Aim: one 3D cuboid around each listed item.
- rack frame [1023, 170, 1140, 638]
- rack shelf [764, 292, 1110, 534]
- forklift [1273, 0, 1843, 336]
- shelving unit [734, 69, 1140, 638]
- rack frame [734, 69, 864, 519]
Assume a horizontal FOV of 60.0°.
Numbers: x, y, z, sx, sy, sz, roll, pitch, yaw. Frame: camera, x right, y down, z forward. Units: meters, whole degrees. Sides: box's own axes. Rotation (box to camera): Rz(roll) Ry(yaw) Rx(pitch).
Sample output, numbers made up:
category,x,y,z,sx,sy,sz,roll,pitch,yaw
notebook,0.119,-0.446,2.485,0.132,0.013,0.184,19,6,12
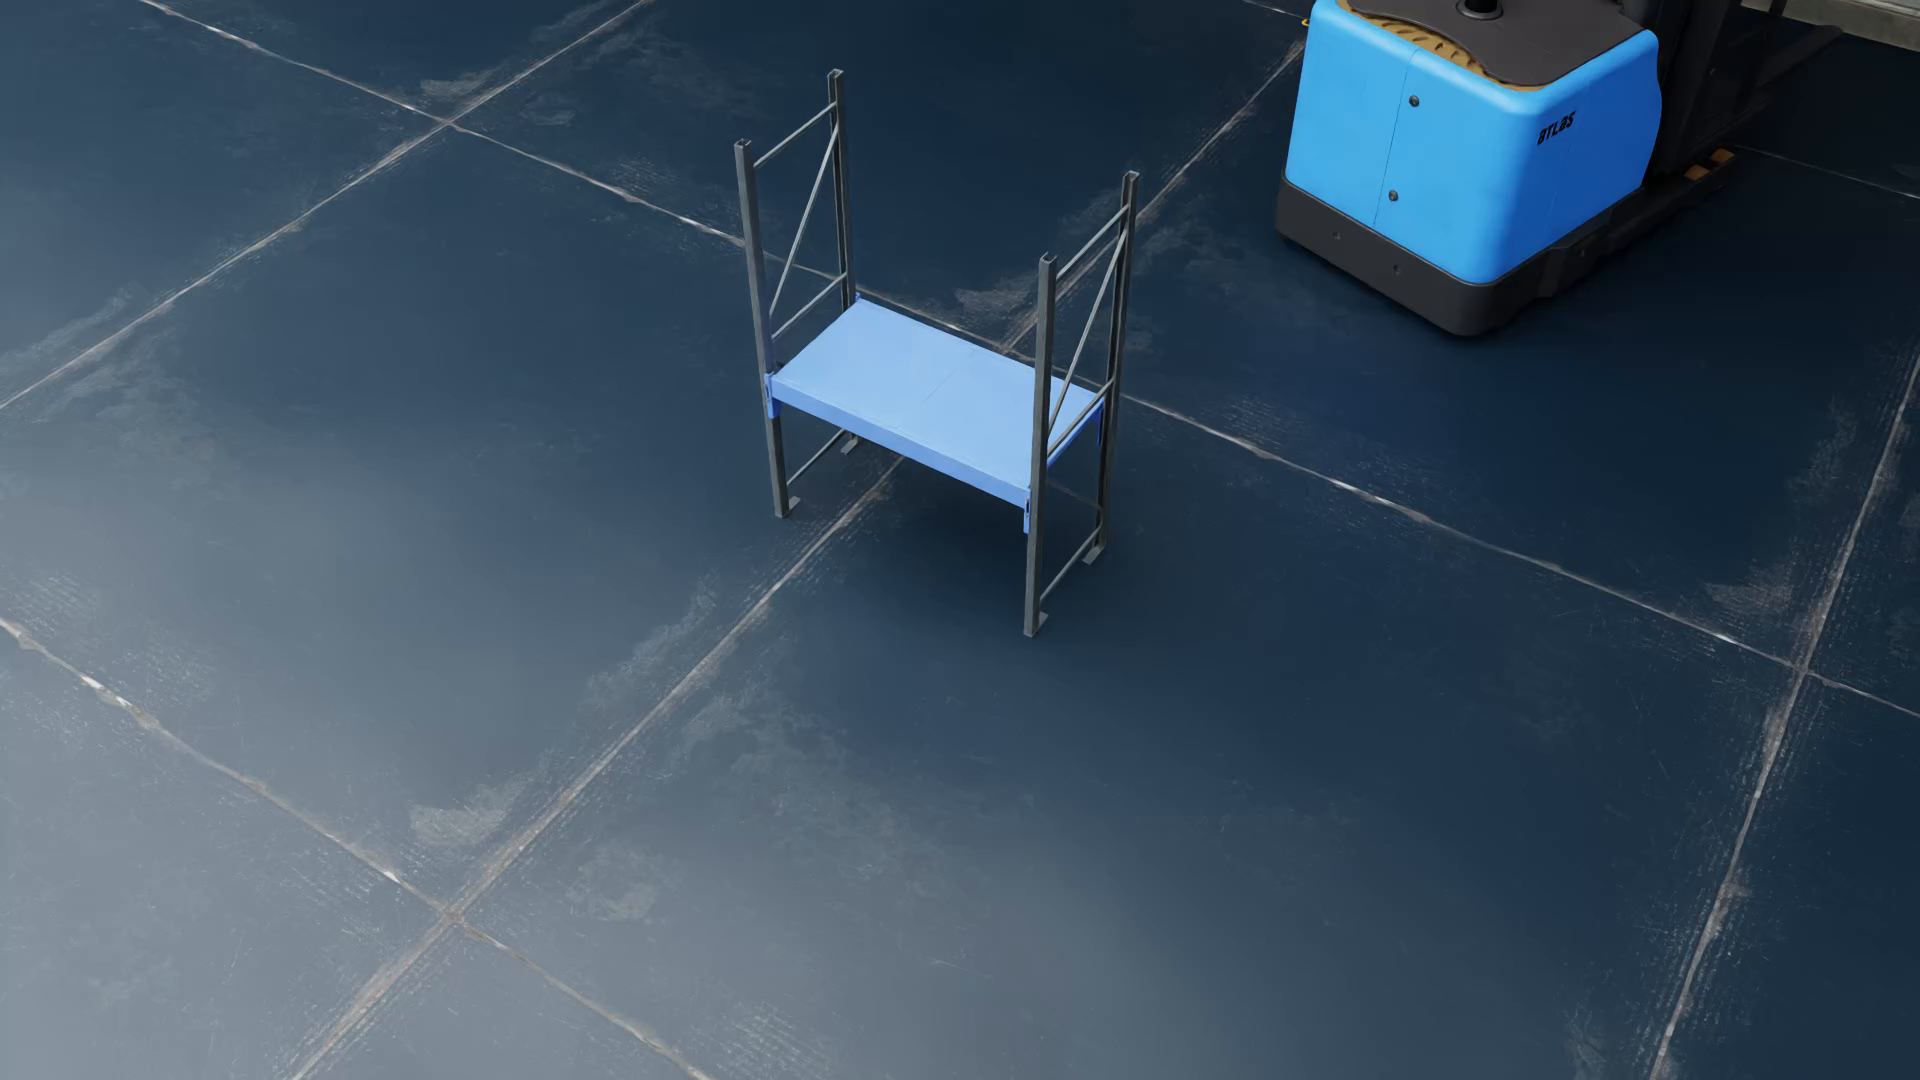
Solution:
category,x,y,z,sx,sy,sz,roll,pitch,yaw
rack frame,0.356,-0.359,5.053,0.032,1.500,0.500,25,51,22
rack shelf,-0.072,-0.430,5.373,1.000,0.185,0.538,25,51,22
forklift,2.753,-2.719,6.348,3.031,2.935,1.130,-32,54,-27
shelving unit,-0.072,-0.556,5.244,1.048,1.500,0.538,25,51,22
rack frame,-0.500,-0.753,5.435,0.032,1.500,0.500,25,51,22
